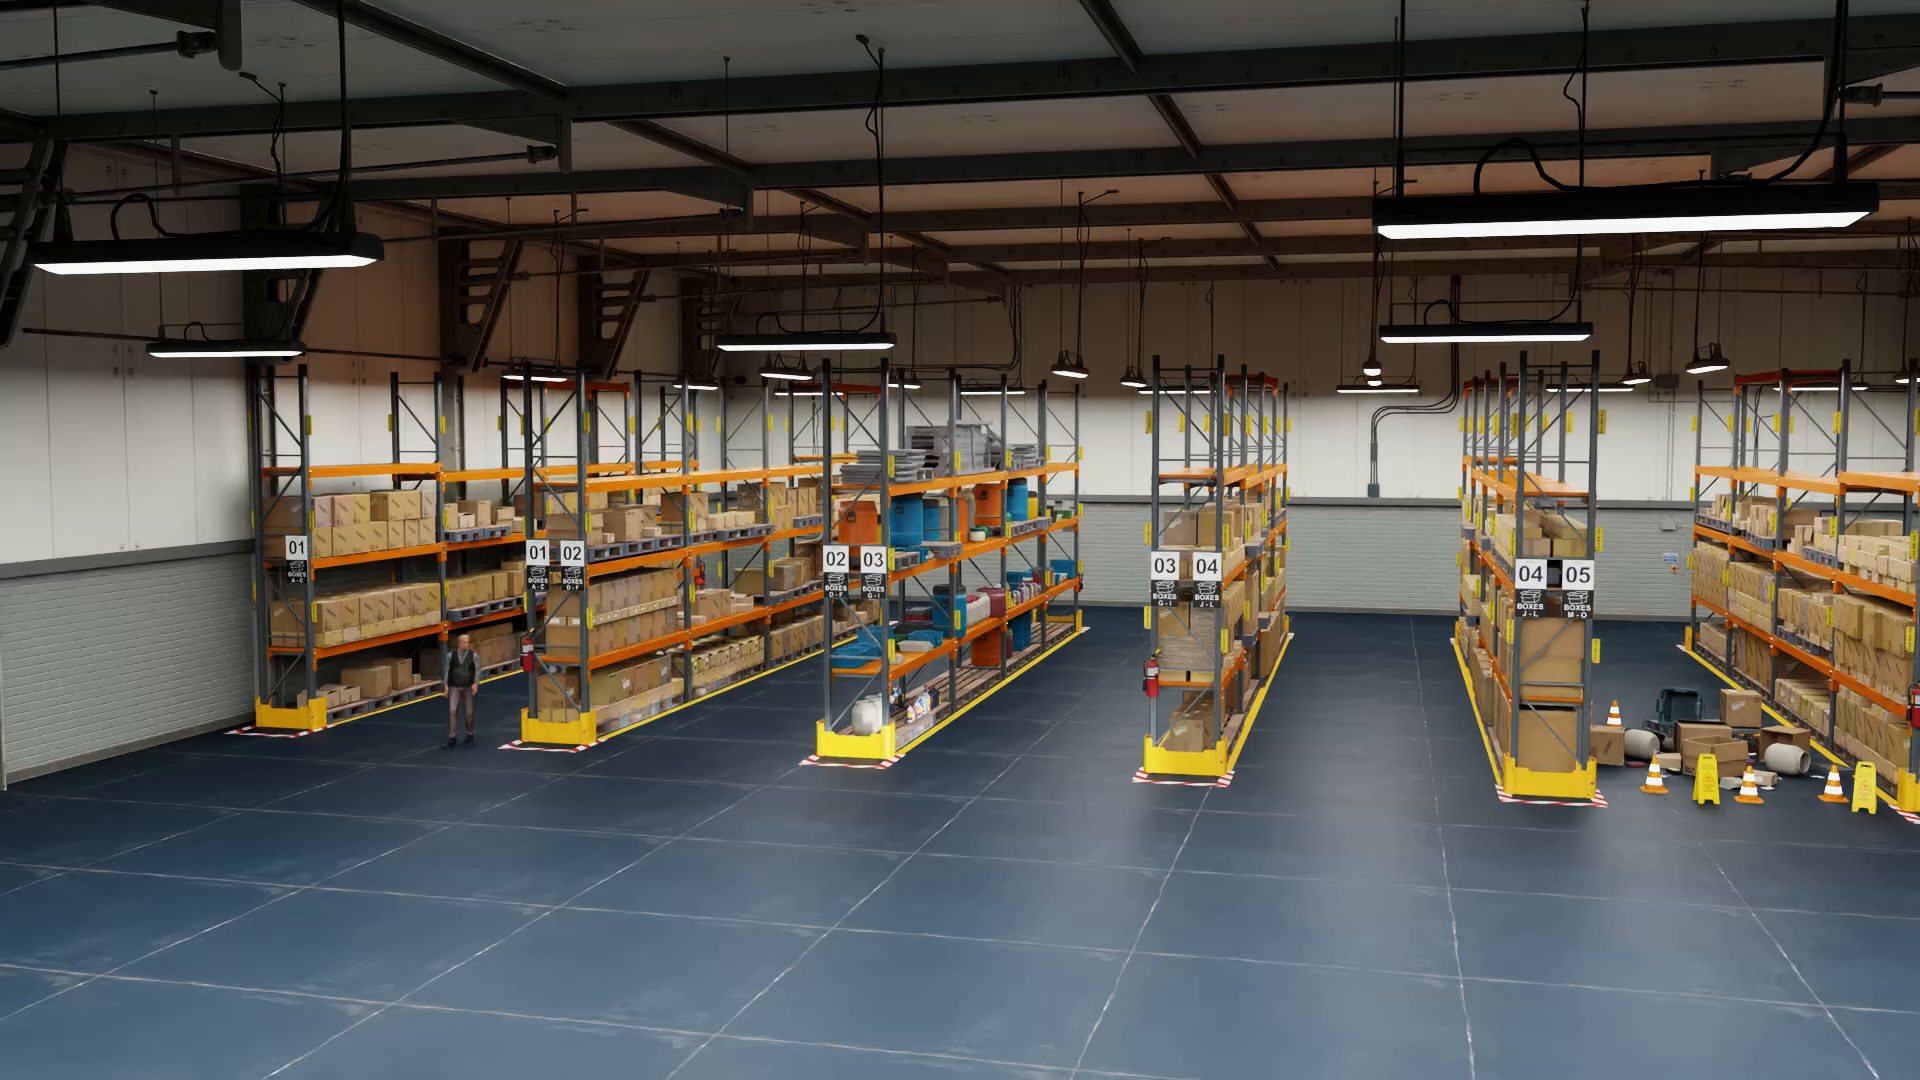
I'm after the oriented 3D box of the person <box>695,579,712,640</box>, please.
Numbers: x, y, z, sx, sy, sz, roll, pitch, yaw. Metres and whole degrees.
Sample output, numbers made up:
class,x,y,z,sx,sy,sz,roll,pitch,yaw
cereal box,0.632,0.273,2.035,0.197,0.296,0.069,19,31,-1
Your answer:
class,x,y,z,sx,sy,sz,roll,pitch,yaw
person,-5.616,1.665,36.261,0.629,1.687,0.619,2,4,23

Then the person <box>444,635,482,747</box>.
class,x,y,z,sx,sy,sz,roll,pitch,yaw
person,-7.835,2.367,26.179,0.580,1.711,0.758,-1,4,-14

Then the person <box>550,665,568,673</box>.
class,x,y,z,sx,sy,sz,roll,pitch,yaw
person,-7.940,1.910,32.958,0.465,1.657,0.743,-1,4,-12
